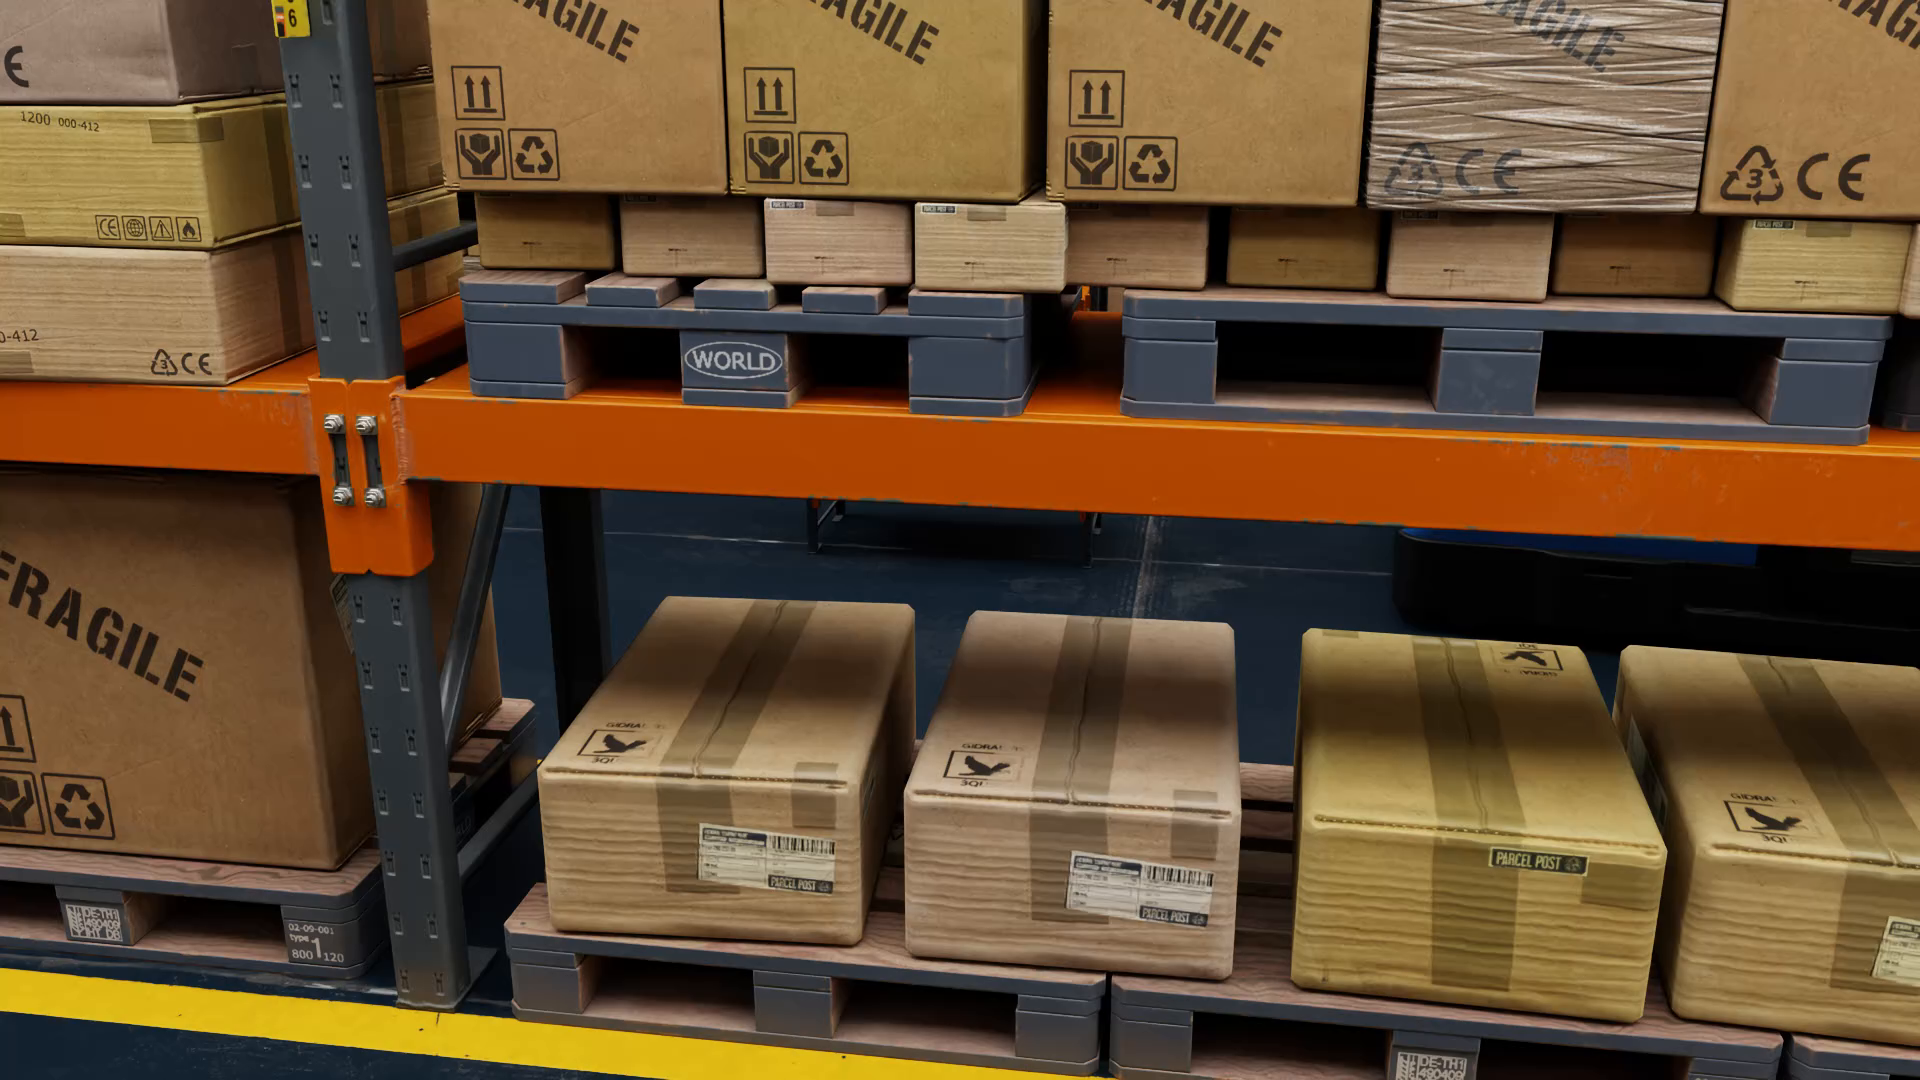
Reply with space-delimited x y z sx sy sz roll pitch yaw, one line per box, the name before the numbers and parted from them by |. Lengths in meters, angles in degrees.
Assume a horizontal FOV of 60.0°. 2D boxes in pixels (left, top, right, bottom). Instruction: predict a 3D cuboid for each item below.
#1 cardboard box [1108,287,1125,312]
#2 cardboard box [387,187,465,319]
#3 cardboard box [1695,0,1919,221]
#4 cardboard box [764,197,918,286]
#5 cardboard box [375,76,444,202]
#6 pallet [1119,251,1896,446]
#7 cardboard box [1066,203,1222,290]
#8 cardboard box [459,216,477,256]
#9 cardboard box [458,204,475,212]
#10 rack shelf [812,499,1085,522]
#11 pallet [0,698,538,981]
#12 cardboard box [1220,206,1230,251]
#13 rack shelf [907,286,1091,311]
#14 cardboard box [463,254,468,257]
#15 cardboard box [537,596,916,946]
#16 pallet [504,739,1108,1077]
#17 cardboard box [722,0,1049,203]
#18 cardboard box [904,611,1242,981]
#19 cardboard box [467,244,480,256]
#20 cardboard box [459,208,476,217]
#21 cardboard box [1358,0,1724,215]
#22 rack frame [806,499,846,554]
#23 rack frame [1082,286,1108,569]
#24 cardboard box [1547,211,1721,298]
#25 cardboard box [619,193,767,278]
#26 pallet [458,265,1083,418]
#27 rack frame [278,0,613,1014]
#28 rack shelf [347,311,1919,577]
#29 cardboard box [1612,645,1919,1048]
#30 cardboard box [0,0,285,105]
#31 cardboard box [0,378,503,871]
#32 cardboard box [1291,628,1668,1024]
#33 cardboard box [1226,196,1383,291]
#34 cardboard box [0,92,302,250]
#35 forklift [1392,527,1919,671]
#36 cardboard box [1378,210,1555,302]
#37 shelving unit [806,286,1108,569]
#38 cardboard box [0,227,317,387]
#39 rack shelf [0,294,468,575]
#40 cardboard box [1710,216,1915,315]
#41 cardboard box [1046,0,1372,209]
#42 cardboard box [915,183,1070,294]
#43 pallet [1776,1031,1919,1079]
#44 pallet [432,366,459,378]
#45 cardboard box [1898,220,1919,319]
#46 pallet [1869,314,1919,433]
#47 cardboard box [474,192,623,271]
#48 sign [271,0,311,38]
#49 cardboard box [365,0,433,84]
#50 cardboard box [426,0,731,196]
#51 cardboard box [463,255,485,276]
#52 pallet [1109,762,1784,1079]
cardboard box | 1.026 -1.174 8.165 0.625 0.625 0.875 4 19 10
cardboard box | -1.461 -0.644 3.738 0.500 0.250 0.500 3 19 8
cardboard box | 1.440 -0.802 2.685 0.500 0.500 0.500 4 19 11
cardboard box | -0.190 -0.564 2.997 0.250 0.149 0.380 2 19 5
cardboard box | -1.479 -0.881 3.657 0.500 0.250 0.500 3 19 8
pallet | 0.943 -0.434 3.176 1.213 0.211 1.003 3 19 9
cardboard box | 0.329 -0.556 2.973 0.250 0.149 0.380 4 19 12
cardboard box | -2.573 -1.542 8.441 0.250 0.149 0.380 4 19 11
cardboard box | -2.752 -1.705 8.927 0.250 0.149 0.380 3 19 10
rack shelf | -0.007 -0.302 6.203 1.000 0.278 0.538 3 19 9
pallet | -1.785 0.647 4.036 1.213 0.211 1.003 3 19 9
cardboard box | 0.624 -0.683 3.351 0.250 0.149 0.380 3 19 9
rack shelf | -0.007 -0.811 6.033 1.000 0.278 0.538 3 19 9
cardboard box | -2.723 -1.237 8.551 0.500 0.500 0.500 2 19 7
cardboard box | -0.462 0.467 3.661 0.625 0.372 0.950 2 19 5
pallet | -0.247 0.750 3.728 1.213 0.211 1.003 3 19 9
cardboard box | -0.095 -0.880 2.919 0.500 0.500 0.500 4 19 11
cardboard box | 0.268 0.501 3.557 0.625 0.372 0.950 3 19 8
cardboard box | -2.302 -1.538 8.427 0.250 0.149 0.380 3 19 9
cardboard box | -2.490 -1.710 8.941 0.250 0.149 0.380 3 19 9
cardboard box | 0.923 -0.828 2.763 0.500 0.500 0.500 2 19 7
rack frame | -0.509 -0.559 6.202 0.032 1.125 0.500 3 19 9
rack frame | 0.495 -0.508 6.049 0.032 1.125 0.500 3 19 9
cardboard box | 1.131 -0.531 2.898 0.250 0.149 0.380 2 19 7
cardboard box | -0.453 -0.593 3.081 0.250 0.149 0.380 2 19 5
pallet | -0.298 -0.518 3.428 1.003 0.211 1.213 3 19 9
rack frame | -1.018 -0.612 3.405 0.127 3.000 1.000 3 19 9
rack shelf | 0.957 -0.170 3.218 4.000 0.370 1.077 3 19 9
cardboard box | 1.703 0.576 3.335 0.625 0.372 0.950 4 19 12
cardboard box | -1.570 -1.078 3.063 0.500 0.500 0.500 2 19 7
cardboard box | -1.687 0.136 3.857 0.875 0.875 0.875 3 19 8
cardboard box | 1.016 0.541 3.438 0.625 0.372 0.950 4 19 10
cardboard box | 0.614 -0.554 2.967 0.250 0.149 0.380 4 19 11
cardboard box | -1.537 -0.723 3.184 0.500 0.250 0.500 3 19 8
forklift | 3.001 -1.134 5.074 3.031 2.935 1.130 5 19 14
cardboard box | 0.861 -0.521 2.866 0.250 0.149 0.380 4 19 10
shelving unit | -0.007 -0.534 6.126 1.048 1.125 0.538 3 19 9
cardboard box | -1.559 -0.485 3.261 0.500 0.250 0.500 2 19 7
rack shelf | -2.993 -0.371 3.820 4.000 0.370 1.077 3 19 9
cardboard box | 1.374 -0.486 2.762 0.250 0.149 0.380 3 19 9
cardboard box | 0.430 -0.856 2.845 0.500 0.500 0.500 3 19 10
cardboard box | 0.078 -0.544 2.936 0.250 0.149 0.380 3 19 9
pallet | 2.162 0.873 3.361 1.213 0.211 1.003 3 19 9
pallet | -2.167 -0.956 8.829 1.213 0.211 1.003 3 19 9
cardboard box | 1.609 -0.462 2.691 0.250 0.149 0.380 3 19 9
pallet | 2.200 -0.404 3.085 1.213 0.211 1.003 3 19 9
cardboard box | -0.727 -0.617 3.155 0.250 0.149 0.380 2 19 5
sign | -1.103 -0.987 2.701 0.005 0.325 0.100 3 19 9
cardboard box | -1.466 -1.235 3.533 0.500 0.500 0.500 2 19 7
cardboard box | -0.611 -0.904 2.991 0.500 0.500 0.500 2 19 7
cardboard box | -2.212 -1.209 8.467 0.500 0.500 0.500 2 19 7
pallet | 0.954 0.812 3.542 1.213 0.211 1.003 3 19 9
